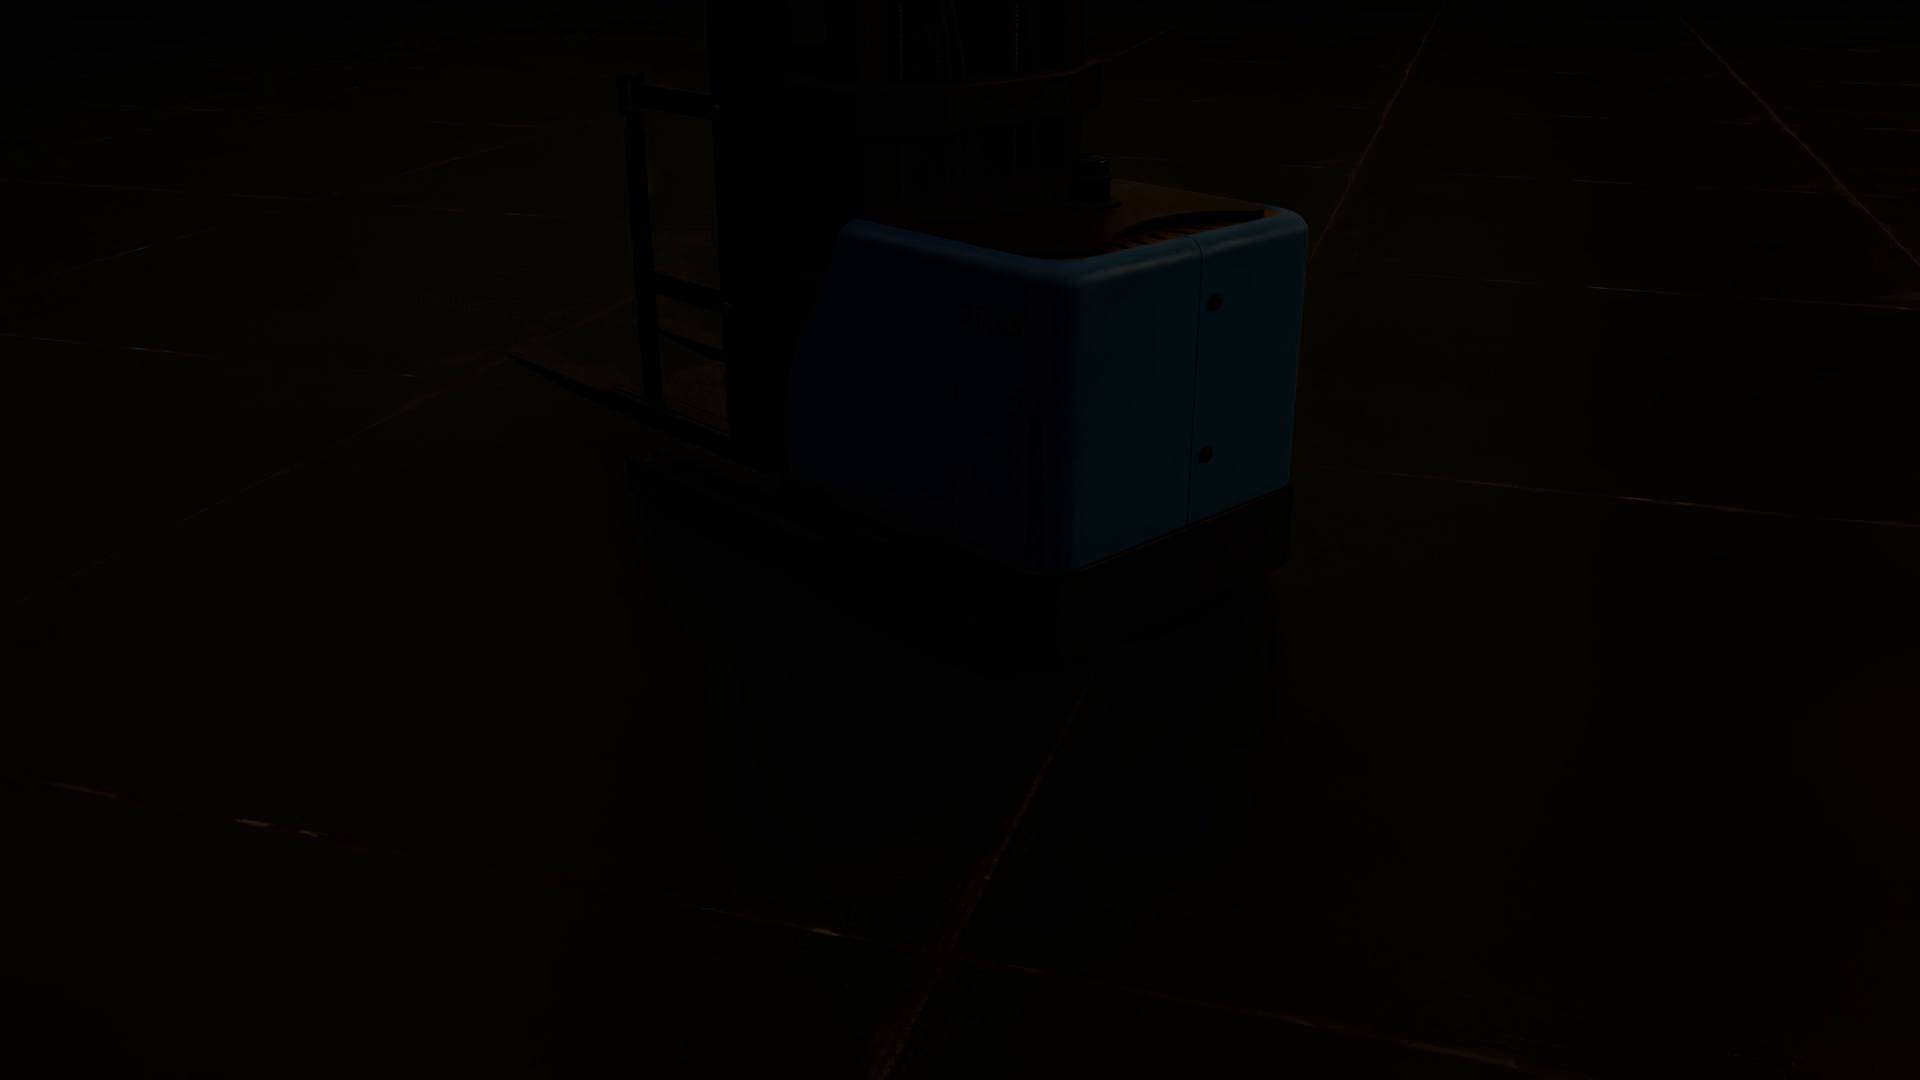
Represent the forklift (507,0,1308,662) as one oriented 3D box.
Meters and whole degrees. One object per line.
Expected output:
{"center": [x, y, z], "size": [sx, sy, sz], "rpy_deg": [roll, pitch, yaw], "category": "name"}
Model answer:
{"center": [-0.427, -1.523, 4.969], "size": [1.130, 2.935, 3.031], "rpy_deg": [-20, 29, -39], "category": "forklift"}
